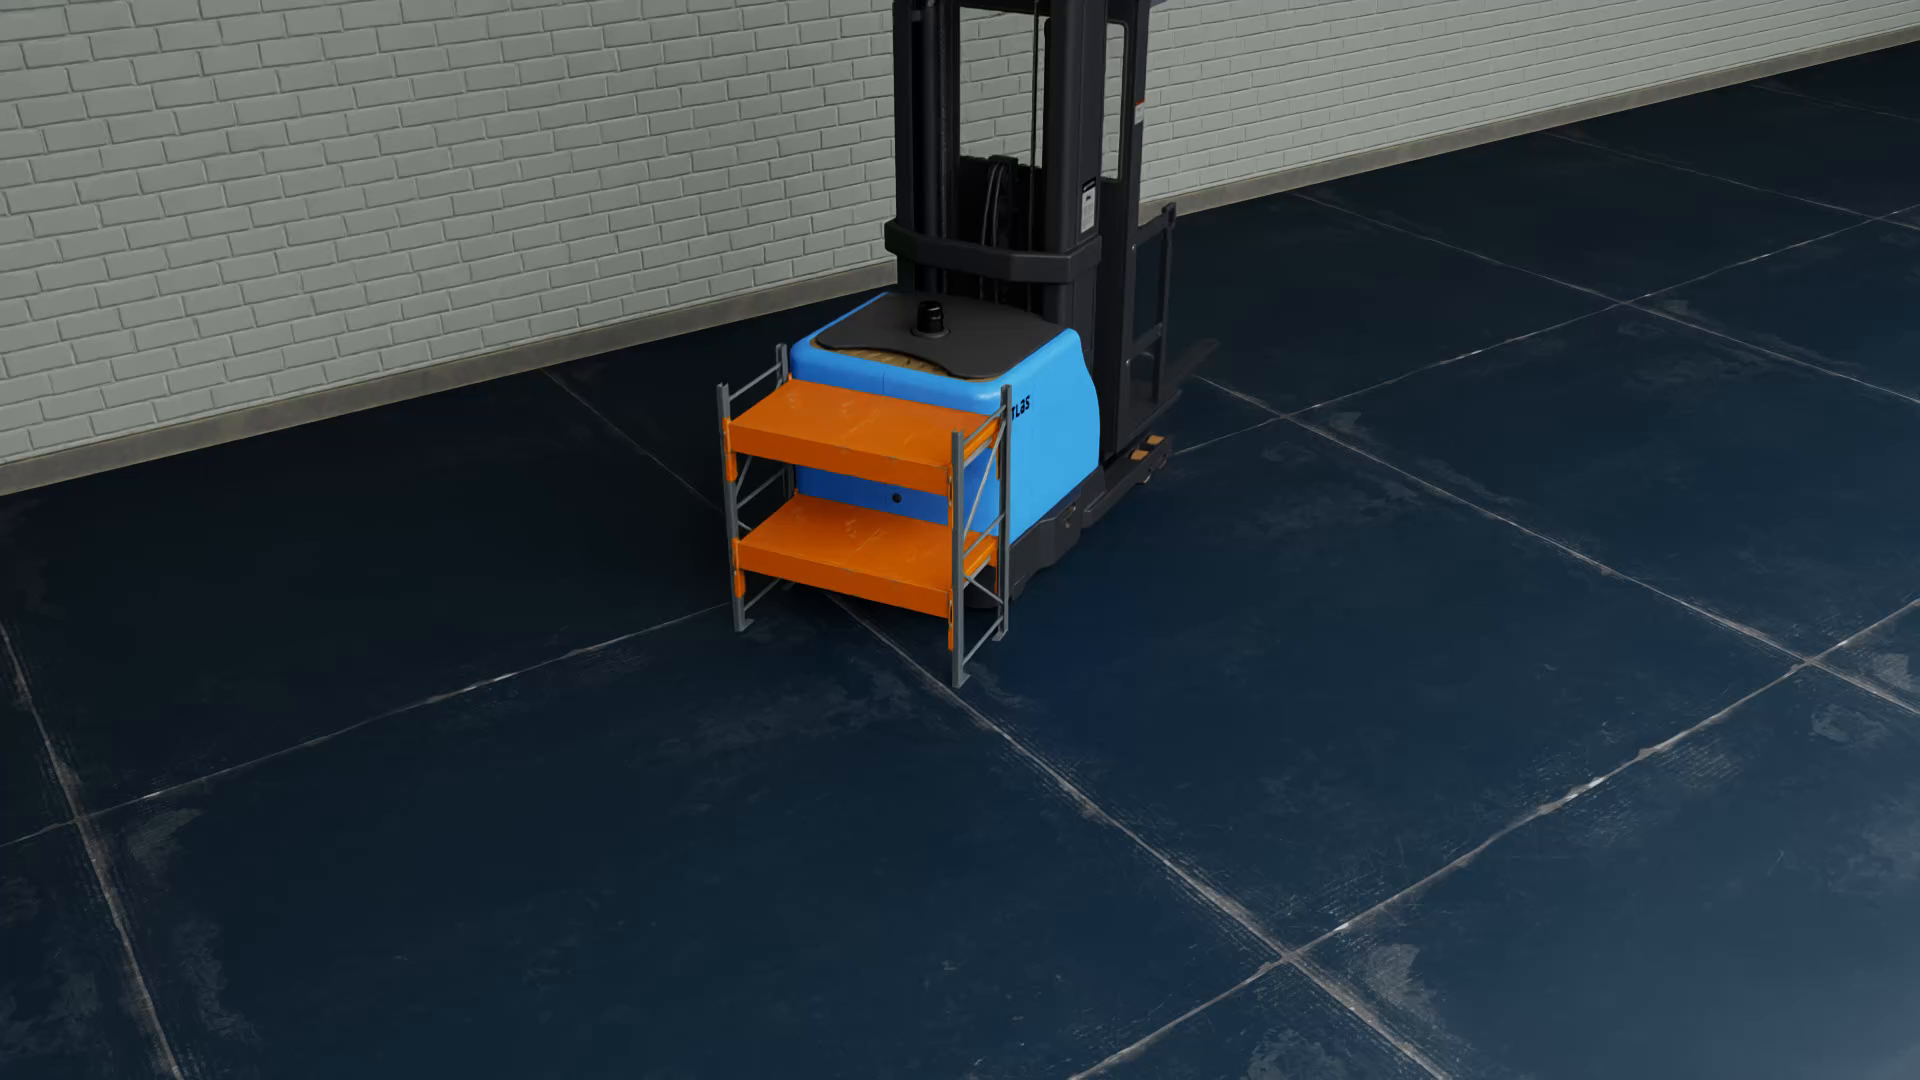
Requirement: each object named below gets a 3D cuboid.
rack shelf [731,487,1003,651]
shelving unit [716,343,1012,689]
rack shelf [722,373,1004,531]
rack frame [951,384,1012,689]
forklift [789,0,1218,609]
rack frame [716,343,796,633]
[{"bbox_3d":[-0.375,0.105,6.891,1.000,0.278,0.538,12,31,22],"label":"rack shelf"},{"bbox_3d":[-0.375,-0.110,6.774,1.048,1.125,0.538,12,31,22],"label":"shelving unit"},{"bbox_3d":[-0.375,-0.367,6.635,1.000,0.278,0.538,12,31,22],"label":"rack shelf"},{"bbox_3d":[0.086,-0.008,6.586,0.032,1.125,0.500,12,31,22],"label":"rack frame"},{"bbox_3d":[0.420,-1.667,7.748,1.130,2.935,3.031,15,32,25],"label":"forklift"},{"bbox_3d":[-0.837,-0.212,6.962,0.032,1.125,0.500,12,31,22],"label":"rack frame"}]
